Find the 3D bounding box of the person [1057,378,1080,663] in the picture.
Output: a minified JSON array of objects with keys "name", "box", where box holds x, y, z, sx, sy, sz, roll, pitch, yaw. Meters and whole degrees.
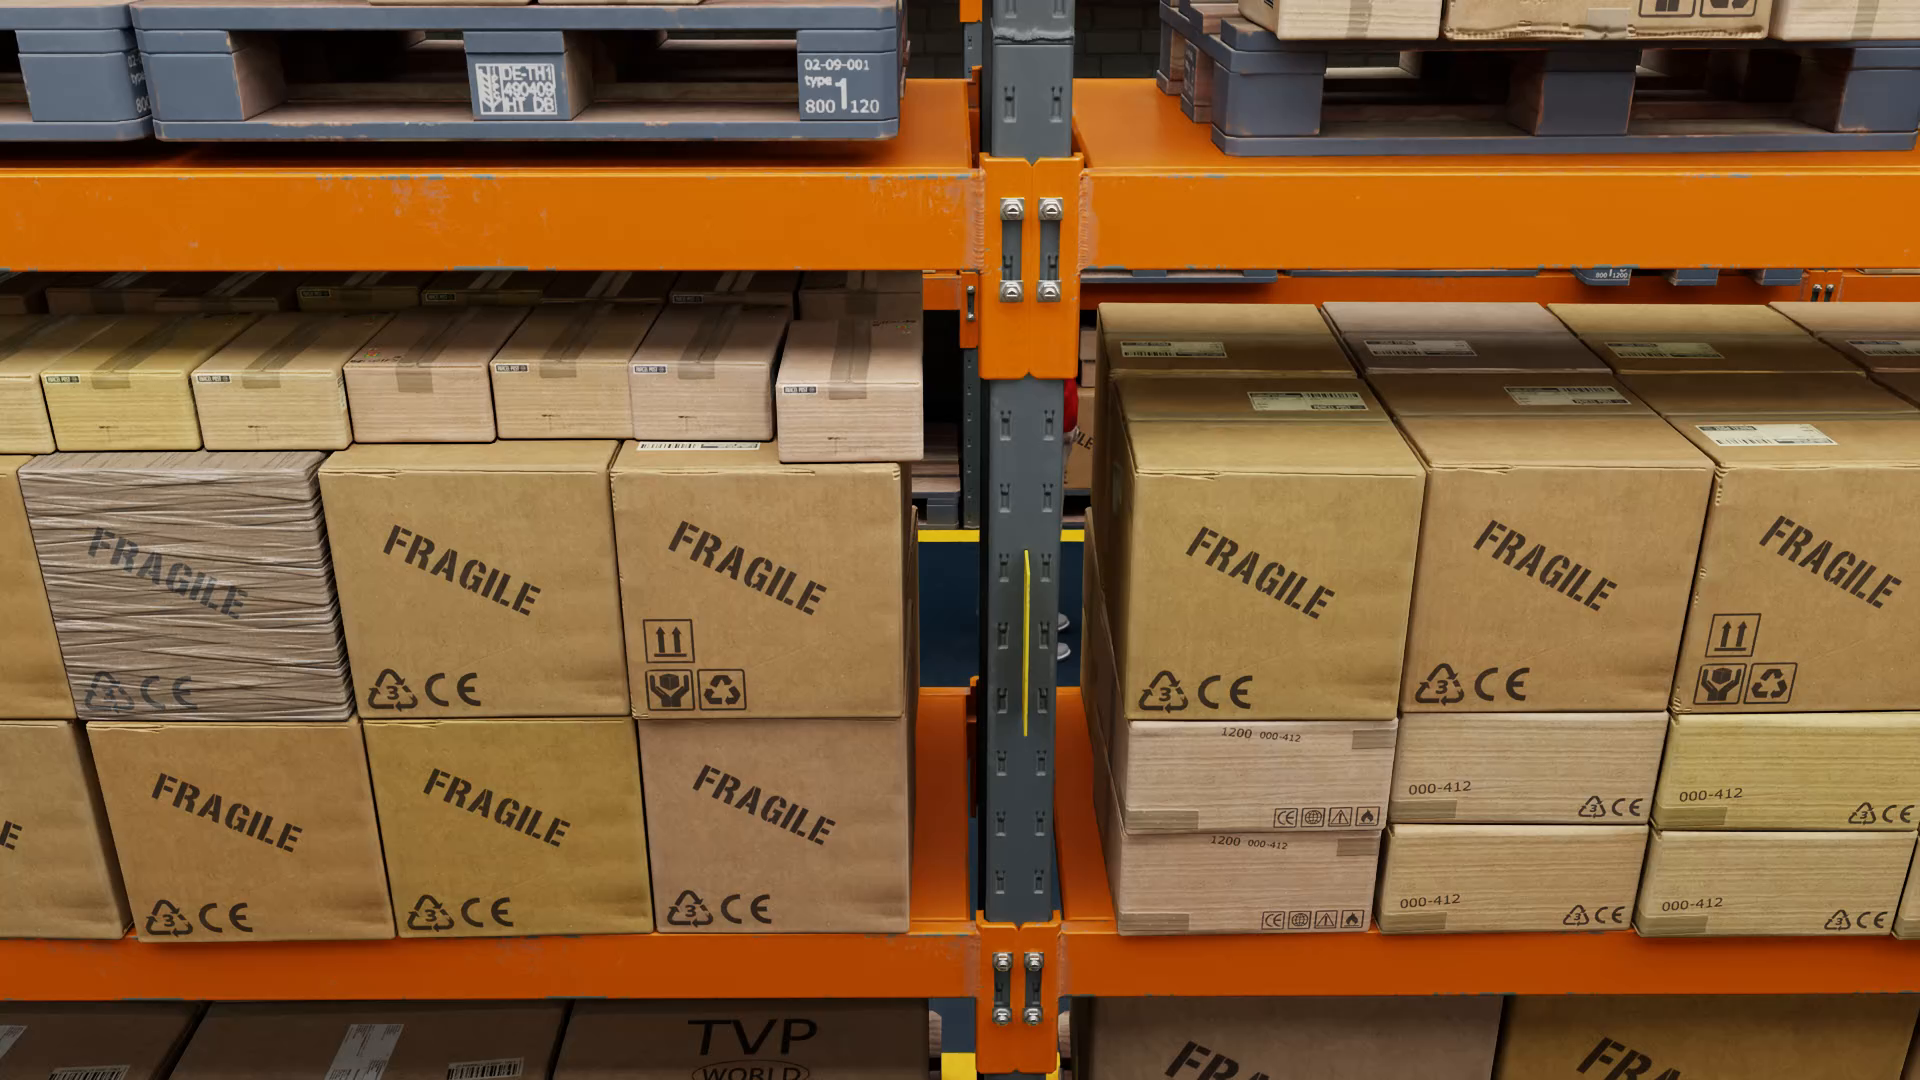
[{"name":"person","box":[0.316,-0.347,6.917,0.360,1.721,0.528,0,24,1]}]
